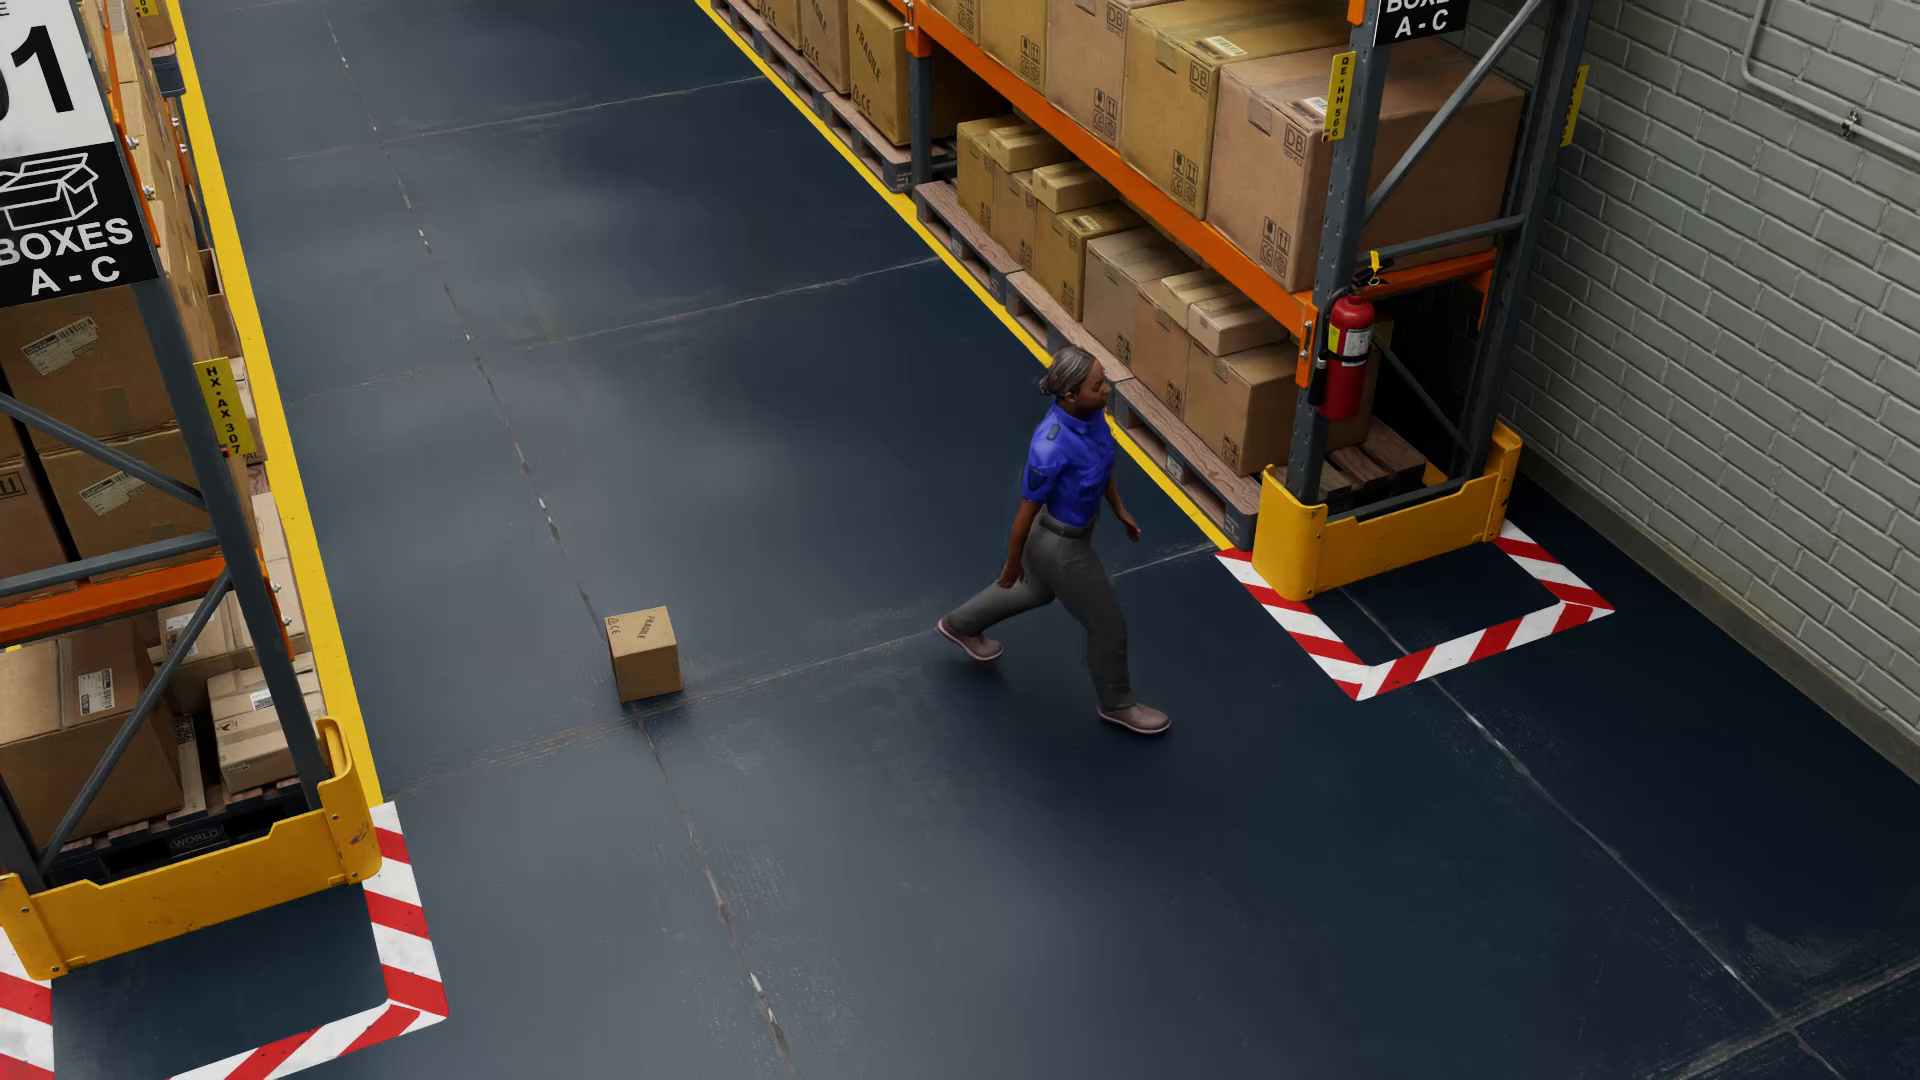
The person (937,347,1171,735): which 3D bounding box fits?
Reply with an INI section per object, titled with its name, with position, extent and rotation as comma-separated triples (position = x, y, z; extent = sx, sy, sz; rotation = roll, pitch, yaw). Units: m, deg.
[person]
position = 0.369, -0.037, 6.203
extent = 1.008, 1.600, 0.468
rotation = 11, 39, 14
